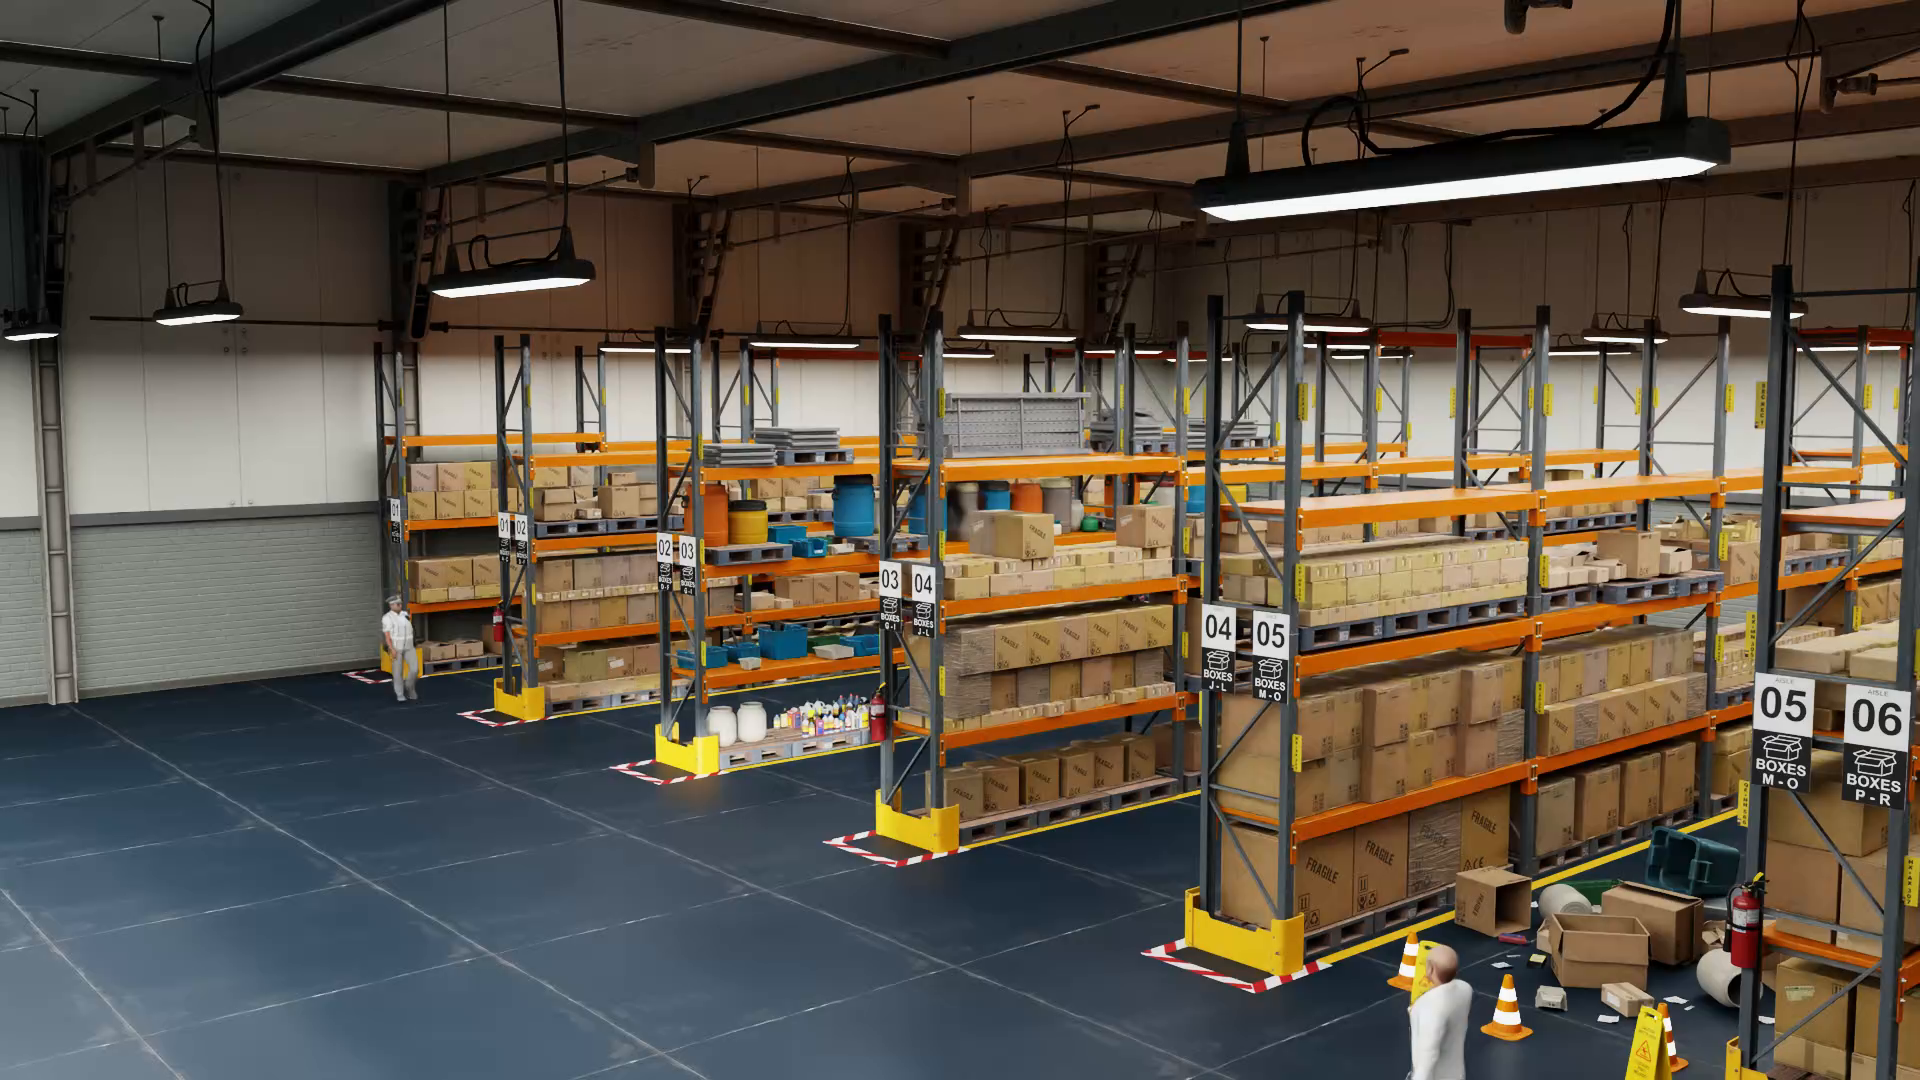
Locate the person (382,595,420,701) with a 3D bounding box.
[{"bbox_3d":[-9.214,1.787,27.366,0.556,1.775,0.514,-3,6,-30],"label":"person"}]

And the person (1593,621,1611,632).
[{"bbox_3d":[10.076,1.949,26.054,1.001,1.620,0.587,-4,7,-40],"label":"person"}]

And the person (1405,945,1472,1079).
[{"bbox_3d":[2.933,3.339,10.193,0.502,1.779,0.683,2,6,23],"label":"person"}]
